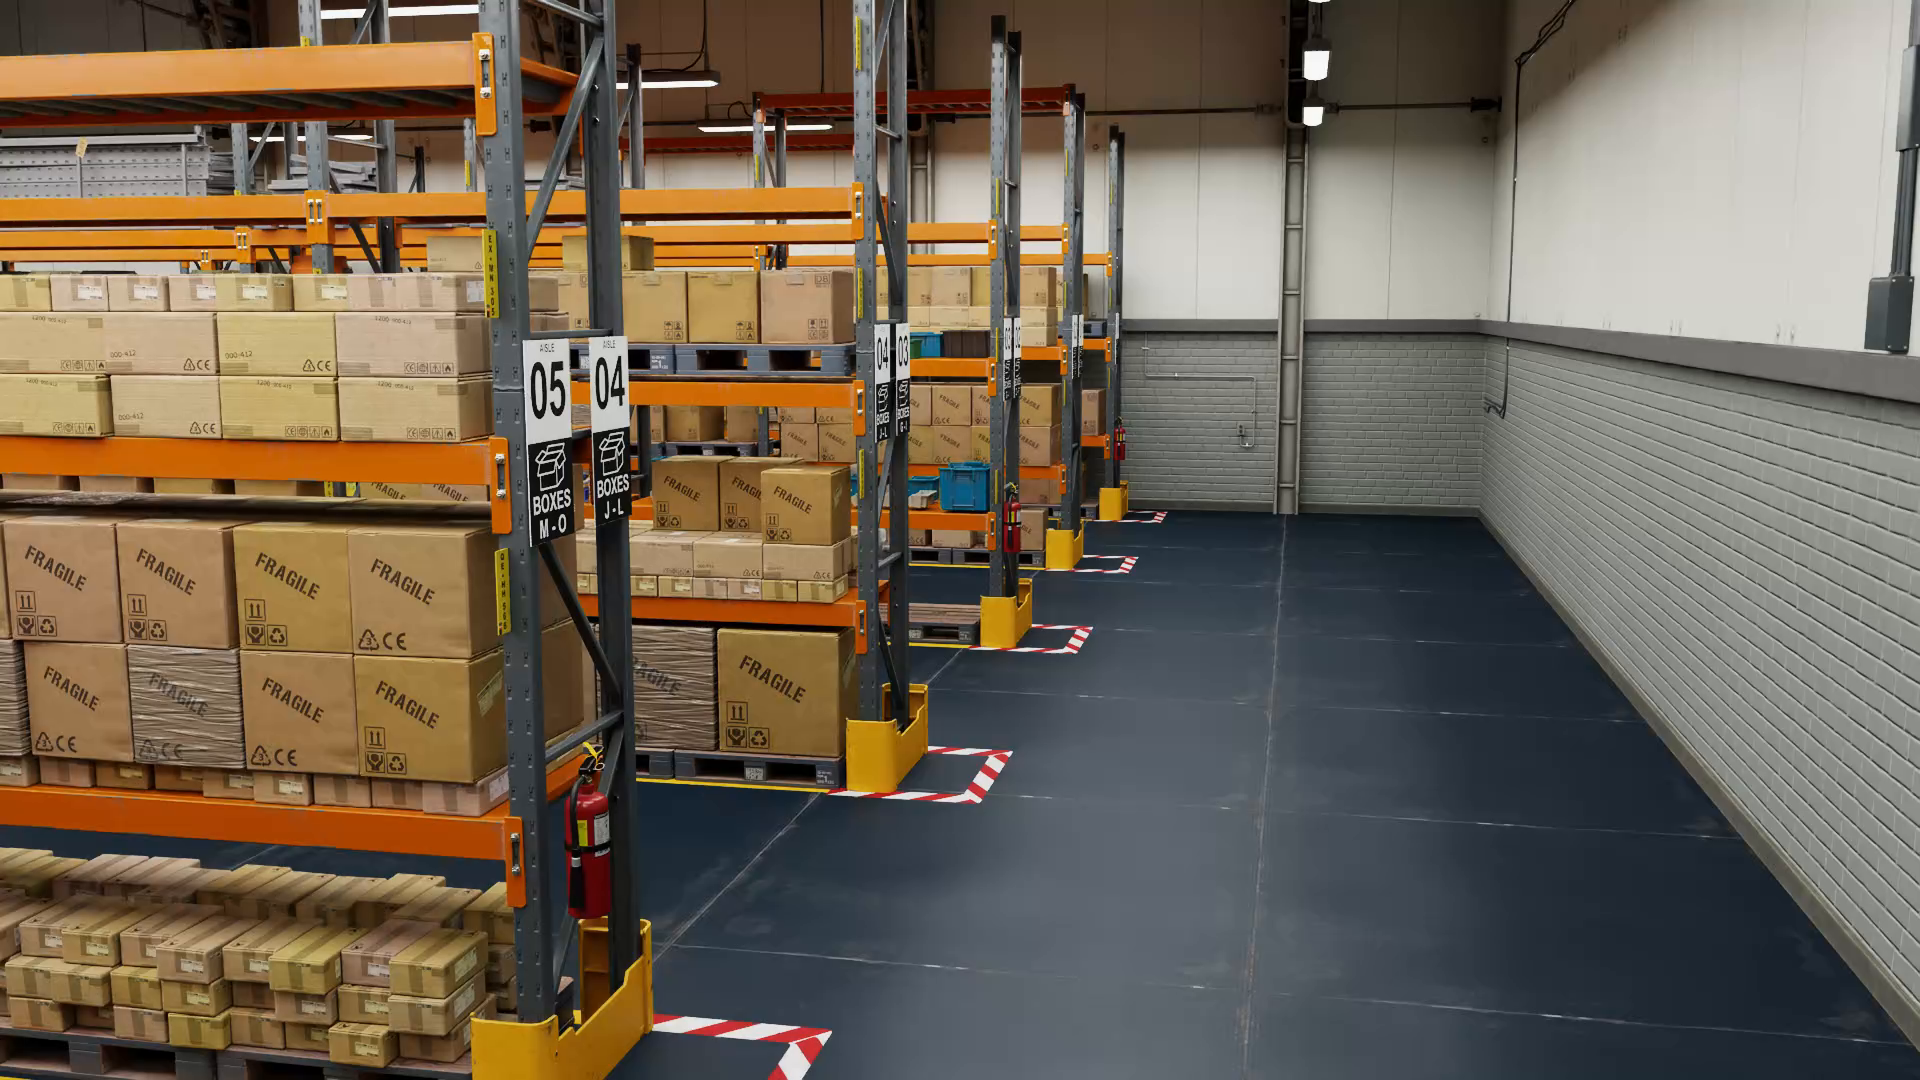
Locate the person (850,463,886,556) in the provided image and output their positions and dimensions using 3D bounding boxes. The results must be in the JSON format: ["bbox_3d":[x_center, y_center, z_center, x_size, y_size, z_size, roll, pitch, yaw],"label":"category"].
[{"bbox_3d":[-1.038,0.008,17.745,0.457,1.665,0.553,1,8,7],"label":"person"}]
